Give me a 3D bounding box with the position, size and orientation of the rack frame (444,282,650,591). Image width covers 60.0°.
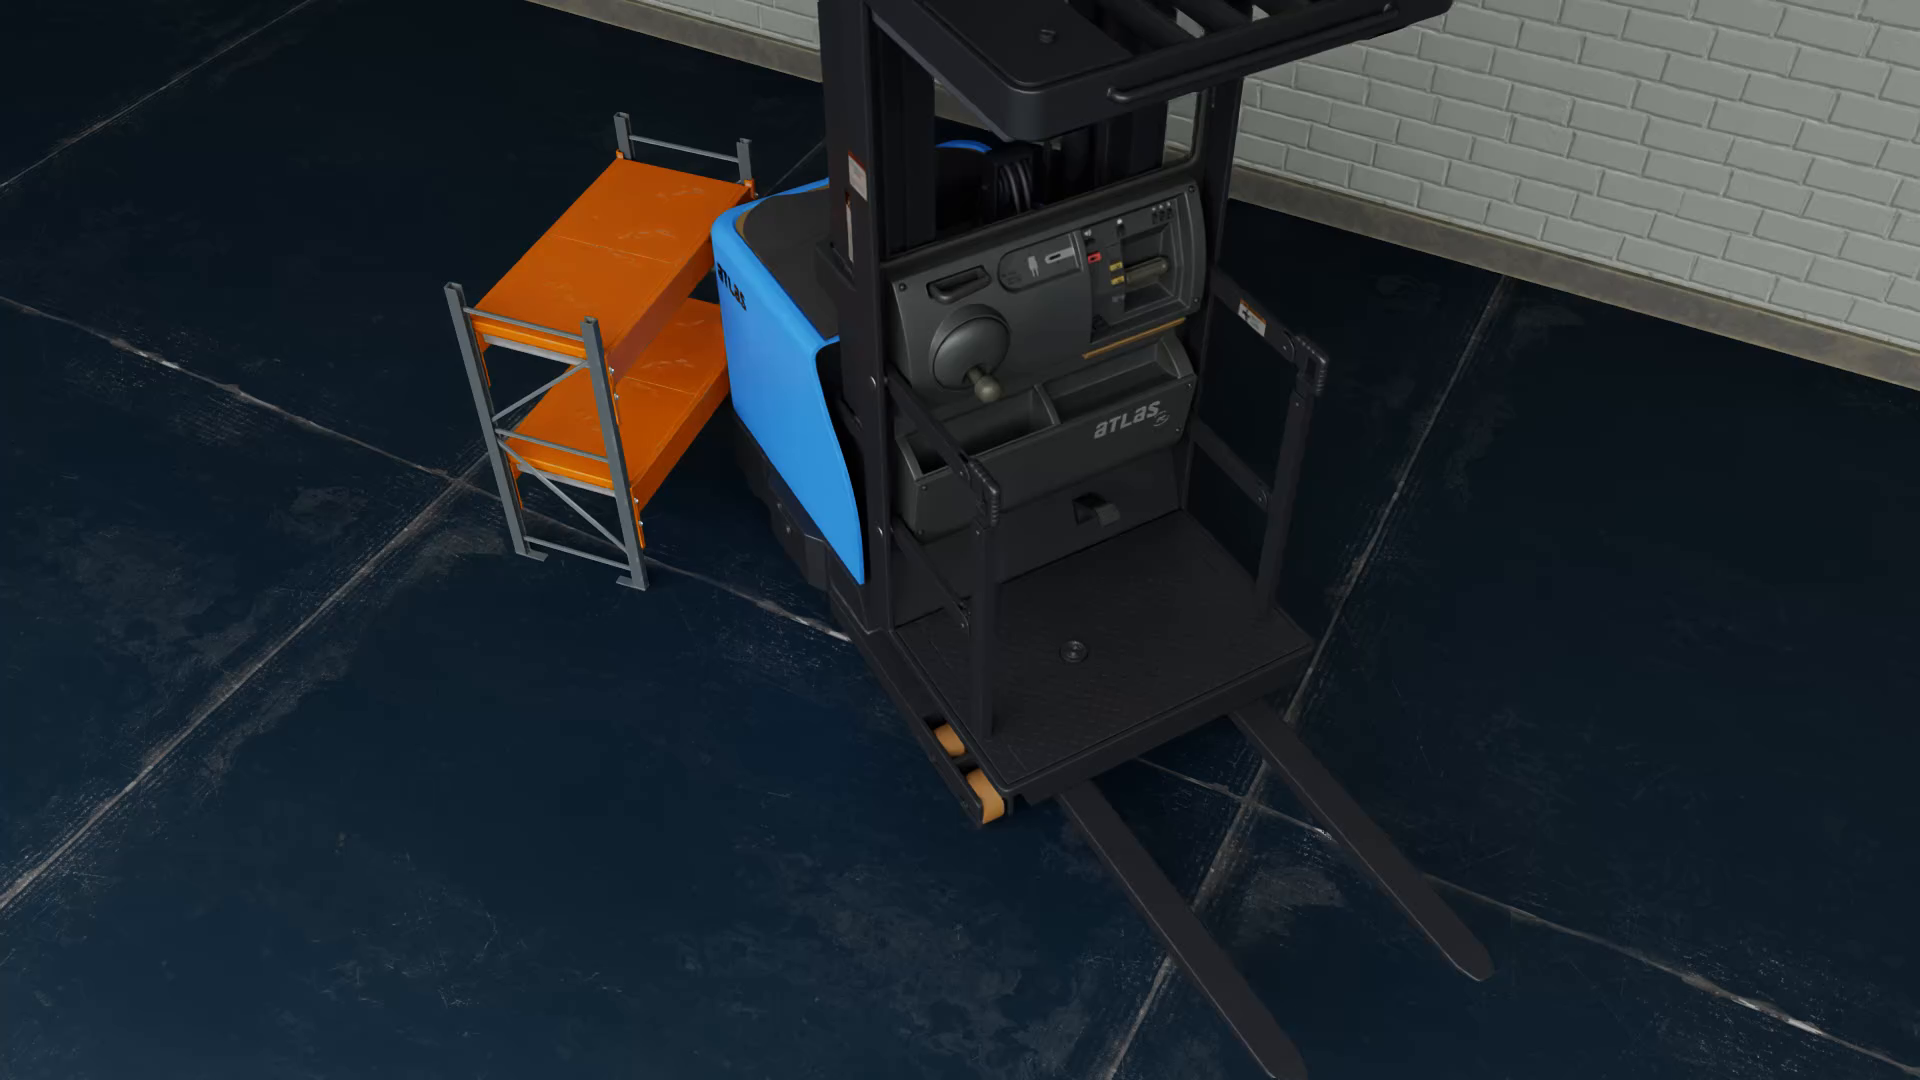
[{"bbox_3d":[-1.284,-0.297,5.252,0.500,1.125,0.032,15,47,14],"label":"rack frame"}]

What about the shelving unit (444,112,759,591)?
[{"bbox_3d":[-1.104,-0.635,5.586,0.538,1.125,1.048,15,47,14],"label":"shelving unit"}]

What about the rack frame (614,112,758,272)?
[{"bbox_3d":[-0.923,-0.972,5.920,0.500,1.125,0.032,15,47,14],"label":"rack frame"}]

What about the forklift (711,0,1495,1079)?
[{"bbox_3d":[0.358,-0.569,4.252,1.130,2.935,3.031,-22,49,-20],"label":"forklift"}]

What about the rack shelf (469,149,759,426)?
[{"bbox_3d":[-1.104,-0.840,5.378,0.538,0.278,1.000,15,47,14],"label":"rack shelf"}]

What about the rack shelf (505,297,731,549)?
[{"bbox_3d":[-1.104,-0.463,5.760,0.538,0.278,1.000,15,47,14],"label":"rack shelf"}]
